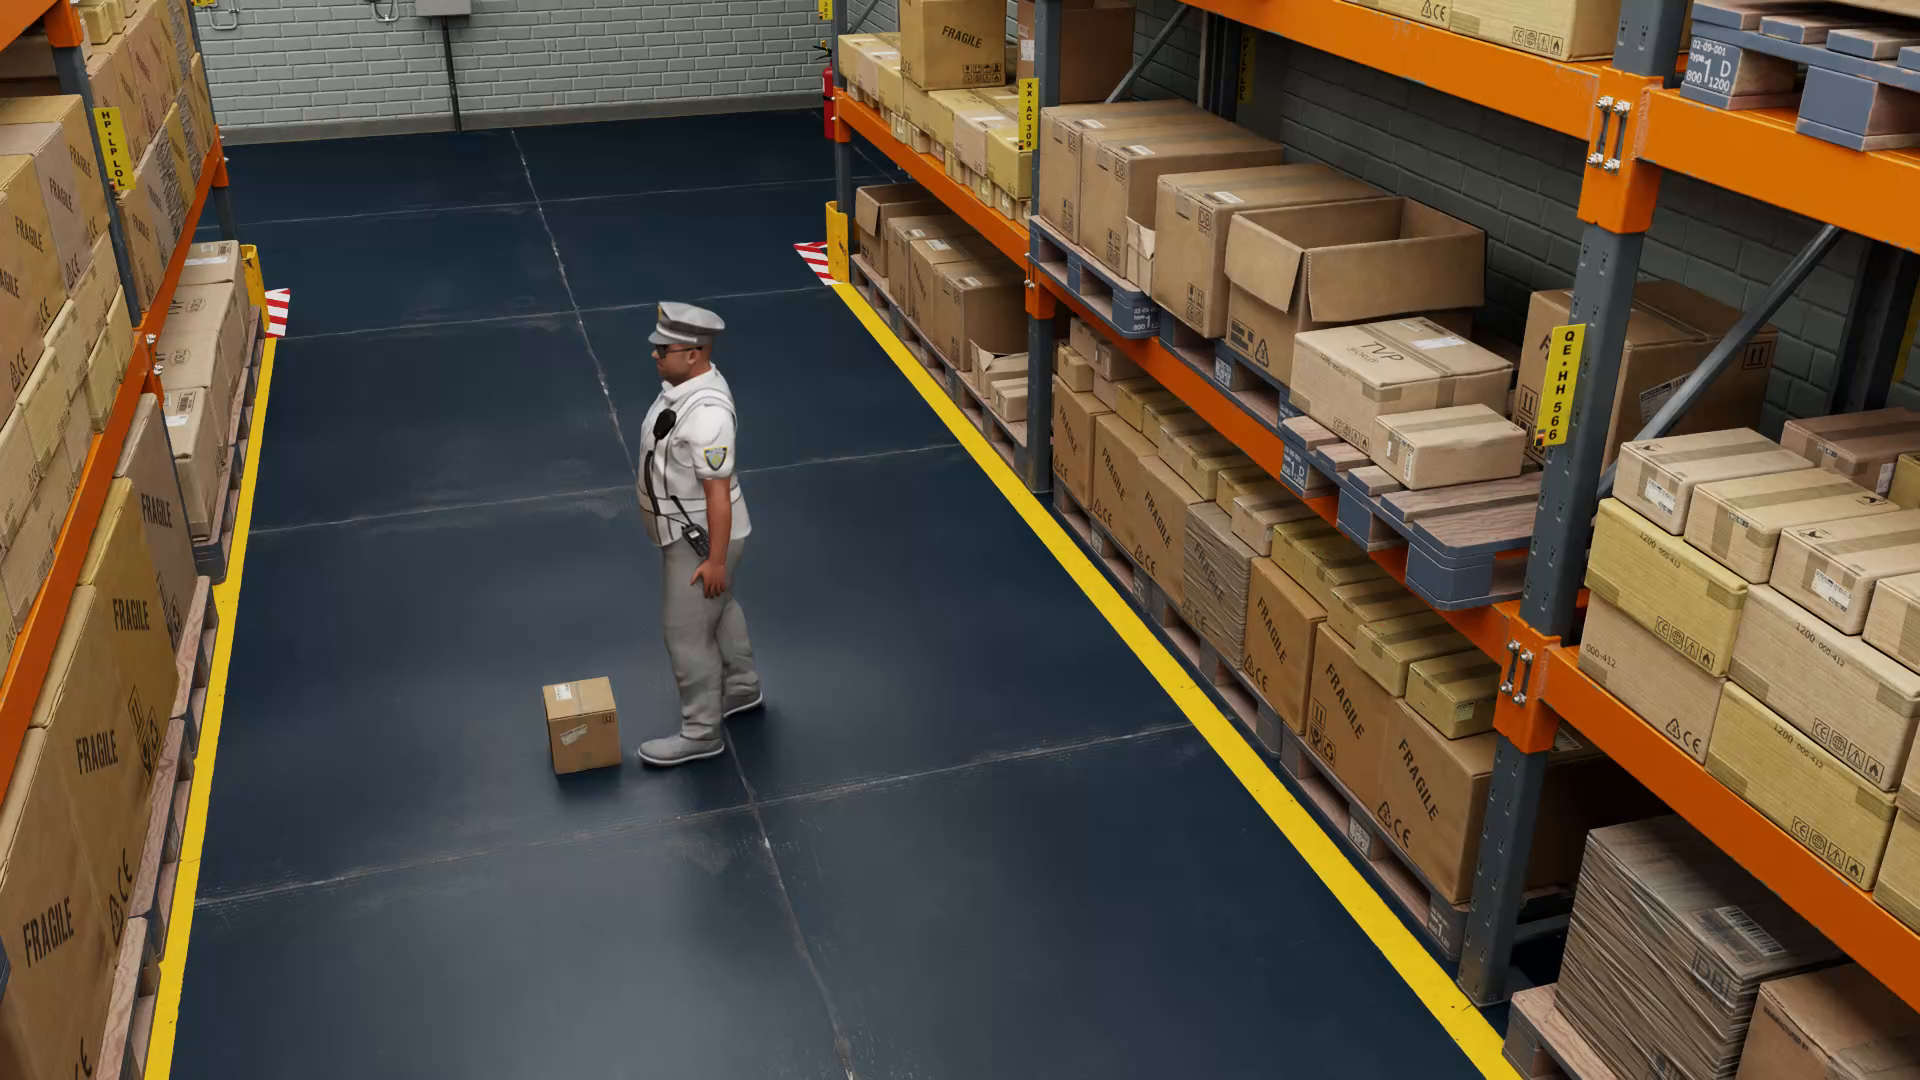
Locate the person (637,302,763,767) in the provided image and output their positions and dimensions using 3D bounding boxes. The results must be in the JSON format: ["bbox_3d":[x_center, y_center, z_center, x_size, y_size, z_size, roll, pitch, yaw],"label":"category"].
[{"bbox_3d":[-1.007,-0.024,6.141,0.534,1.775,0.530,-8,27,-15],"label":"person"}]
